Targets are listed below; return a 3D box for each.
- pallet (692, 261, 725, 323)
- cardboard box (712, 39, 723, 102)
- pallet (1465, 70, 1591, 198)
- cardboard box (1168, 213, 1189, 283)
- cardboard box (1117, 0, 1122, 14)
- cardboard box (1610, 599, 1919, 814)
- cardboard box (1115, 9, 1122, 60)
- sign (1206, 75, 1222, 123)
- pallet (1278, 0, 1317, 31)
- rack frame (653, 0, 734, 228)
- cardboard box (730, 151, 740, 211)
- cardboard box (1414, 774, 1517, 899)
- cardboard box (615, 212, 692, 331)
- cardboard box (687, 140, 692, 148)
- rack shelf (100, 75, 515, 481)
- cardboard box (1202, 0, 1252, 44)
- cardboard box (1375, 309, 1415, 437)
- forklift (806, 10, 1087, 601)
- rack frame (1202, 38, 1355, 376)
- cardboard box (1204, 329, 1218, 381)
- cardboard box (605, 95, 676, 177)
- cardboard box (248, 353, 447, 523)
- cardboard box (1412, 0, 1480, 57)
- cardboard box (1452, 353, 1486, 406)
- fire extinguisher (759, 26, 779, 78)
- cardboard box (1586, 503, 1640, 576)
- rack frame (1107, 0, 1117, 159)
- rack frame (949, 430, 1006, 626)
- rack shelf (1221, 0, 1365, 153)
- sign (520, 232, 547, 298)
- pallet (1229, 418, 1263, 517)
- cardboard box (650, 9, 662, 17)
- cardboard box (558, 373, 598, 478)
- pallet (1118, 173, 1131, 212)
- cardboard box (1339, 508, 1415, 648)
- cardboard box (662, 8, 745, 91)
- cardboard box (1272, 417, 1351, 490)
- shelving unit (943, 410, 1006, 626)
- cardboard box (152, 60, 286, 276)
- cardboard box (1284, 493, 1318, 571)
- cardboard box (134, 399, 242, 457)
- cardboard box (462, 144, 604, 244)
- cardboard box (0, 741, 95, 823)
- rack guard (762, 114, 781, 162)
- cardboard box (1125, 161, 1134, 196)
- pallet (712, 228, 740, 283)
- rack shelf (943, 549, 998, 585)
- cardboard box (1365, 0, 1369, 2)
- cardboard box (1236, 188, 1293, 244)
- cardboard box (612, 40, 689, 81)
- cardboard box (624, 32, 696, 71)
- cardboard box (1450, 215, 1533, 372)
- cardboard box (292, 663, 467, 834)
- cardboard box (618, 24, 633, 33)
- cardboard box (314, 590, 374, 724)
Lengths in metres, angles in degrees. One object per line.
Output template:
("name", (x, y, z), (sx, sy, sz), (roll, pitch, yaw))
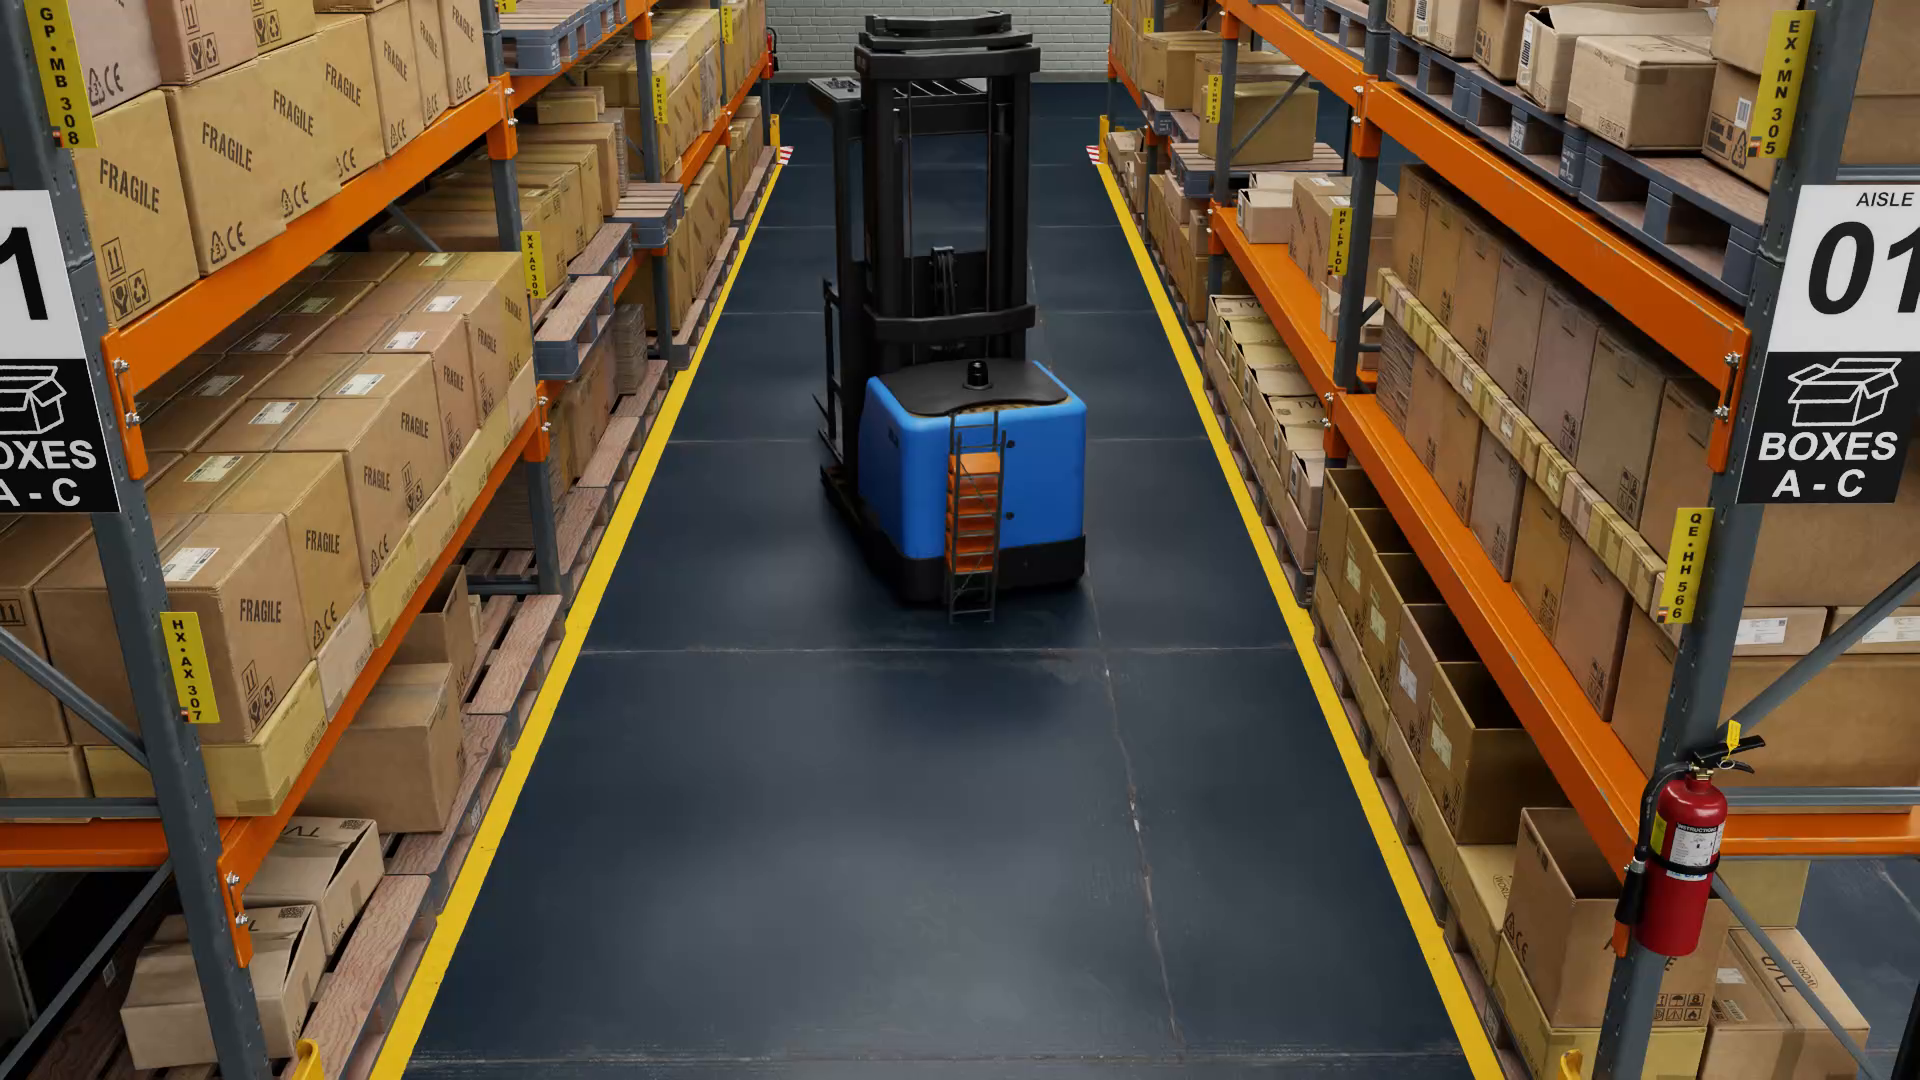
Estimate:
("pallet", (-2.578, -2.122, 14.186), (1.003, 0.211, 1.213), (0, 24, -1))
("cardboard box", (-2.421, -4.215, 14.924), (0.500, 0.500, 0.500), (-1, 24, -1))
("pallet", (2.408, -1.415, 5.706), (1.003, 0.211, 1.213), (0, 24, -1))
("cardboard box", (2.057, -2.465, 14.060), (0.500, 0.500, 0.500), (-1, 24, -3))
("cardboard box", (1.986, -5.988, 18.015), (0.500, 0.500, 0.500), (0, 24, 0))
("cardboard box", (2.414, 0.469, 4.952), (0.700, 0.500, 0.500), (0, 24, -1))
("cardboard box", (1.984, -5.535, 18.227), (0.500, 0.500, 0.500), (0, 24, -1))
("sign", (1.776, -3.075, 11.600), (0.100, 0.325, 0.005), (0, 24, -1))
("pallet", (2.431, -3.130, 9.620), (1.003, 0.211, 1.213), (1, 24, 2))
("rack frame", (-2.678, -4.214, 15.428), (1.000, 3.000, 0.127), (0, 24, -1))
("cardboard box", (-2.584, -3.575, 16.539), (0.700, 0.500, 0.500), (0, 24, 0))
("cardboard box", (2.080, 1.137, 6.424), (0.500, 0.250, 0.500), (0, 24, -1))
("cardboard box", (-2.511, -2.081, 12.811), (0.750, 0.750, 0.750), (-1, 24, -1))
("cardboard box", (-2.430, -3.338, 13.770), (0.380, 0.149, 0.250), (0, 24, 1))
("rack shelf", (-2.569, -1.132, 5.847), (1.077, 0.370, 4.000), (0, 24, -1))
("cardboard box", (2.552, -4.935, 15.686), (0.500, 0.500, 0.500), (0, 24, 1))
("cardboard box", (2.374, -0.804, 7.767), (0.700, 0.500, 0.500), (-1, 24, -2))
("forklift", (-0.237, -1.595, 9.721), (1.130, 2.935, 3.031), (-7, 25, -16))
("rack frame", (2.319, -2.590, 11.836), (1.000, 3.000, 0.127), (0, 24, -1))
("cardboard box", (2.031, -1.311, 11.836), (0.500, 0.250, 0.500), (0, 24, -1))
("cardboard box", (-2.384, -2.957, 12.142), (0.500, 0.500, 0.500), (0, 24, 1))
("cardboard box", (-2.264, -0.379, 6.196), (0.500, 0.500, 0.500), (0, 24, 1))
("cardboard box", (2.110, -2.091, 6.523), (0.500, 0.311, 0.500), (-2, 24, -3))
("cardboard box", (2.190, -0.640, 6.616), (0.380, 0.149, 0.250), (-1, 24, -2))
("fire extinguisher", (-2.262, -5.721, 19.307), (0.296, 0.674, 0.183), (0, 24, -1))
("cardboard box", (2.204, -0.004, 5.211), (0.380, 0.149, 0.250), (-1, 24, -1))
("rack frame", (2.232, -5.886, 19.125), (1.000, 3.000, 0.127), (0, 24, -1))
("rack frame", (0.082, -0.042, 8.417), (0.240, 1.200, 0.006), (-4, 37, -10))
("rack shelf", (2.341, -2.805, 9.544), (1.077, 0.370, 4.000), (0, 24, -1))
("sign", (-2.048, -1.318, 7.973), (0.100, 0.325, 0.005), (0, 24, -1))
("pallet", (2.299, -0.478, 10.551), (1.003, 0.211, 1.213), (0, 24, -1))
("cardboard box", (-2.934, -4.555, 14.765), (0.500, 0.250, 0.500), (0, 24, 1))
("cardboard box", (-2.636, -0.706, 10.169), (0.700, 0.500, 0.500), (0, 24, 0))
("pallet", (2.253, -3.754, 17.795), (1.003, 0.211, 1.213), (0, 24, -1))
("cardboard box", (2.068, 0.177, 7.636), (0.500, 0.500, 0.500), (0, 24, -1))
("cardboard box", (-2.670, -4.875, 16.525), (0.980, 0.700, 0.700), (-1, 24, -2))
("cardboard box", (2.060, -0.515, 9.396), (0.500, 0.311, 0.500), (0, 24, 1))
("shelving unit", (0.066, -0.096, 8.489), (0.258, 1.200, 0.189), (-4, 37, -10))
("cardboard box", (-2.271, -1.051, 4.649), (0.500, 0.500, 0.500), (1, 24, 3))
("cardboard box", (2.068, -0.050, 9.047), (0.500, 0.250, 0.500), (0, 24, -1))
("cardboard box", (-2.770, -0.166, 5.724), (0.500, 0.500, 0.500), (-1, 24, -2))
("cardboard box", (-2.583, -2.105, 10.109), (0.700, 0.500, 0.500), (0, 24, -1))
("cardboard box", (-2.746, 0.598, 4.945), (0.500, 0.250, 0.500), (0, 24, 0))
("rack guard", (-2.722, -4.733, 19.609), (1.175, 0.500, 0.348), (0, 24, -1))
("cardboard box", (1.977, -3.756, 17.143), (0.500, 0.311, 0.500), (0, 24, -1))
("pallet", (-2.594, -2.626, 15.300), (1.003, 0.211, 1.213), (0, 24, -1))
("rack shelf", (0.055, 0.133, 8.659), (0.258, 0.103, 0.180), (-4, 37, -10))
("cardboard box", (2.357, -2.911, 8.580), (0.500, 0.250, 0.500), (-3, 24, -6))
("cardboard box", (2.135, -2.180, 11.038), (0.500, 0.311, 0.500), (-1, 24, -1))
("cardboard box", (-2.398, -3.713, 12.904), (0.500, 0.250, 0.500), (0, 24, 0))
("cardboard box", (-2.409, -3.924, 13.369), (0.500, 0.250, 0.500), (-1, 24, -2))
("cardboard box", (2.385, -0.981, 6.583), (0.700, 0.500, 0.500), (0, 24, -1))
("cardboard box", (-2.429, 0.846, 6.739), (0.700, 0.500, 0.500), (-2, 24, -4))
("cardboard box", (-2.911, -4.133, 13.832), (0.500, 0.250, 0.500), (-1, 24, -2))
("cardboard box", (-2.255, 0.373, 5.442), (0.500, 0.250, 0.500), (-1, 24, -2))
